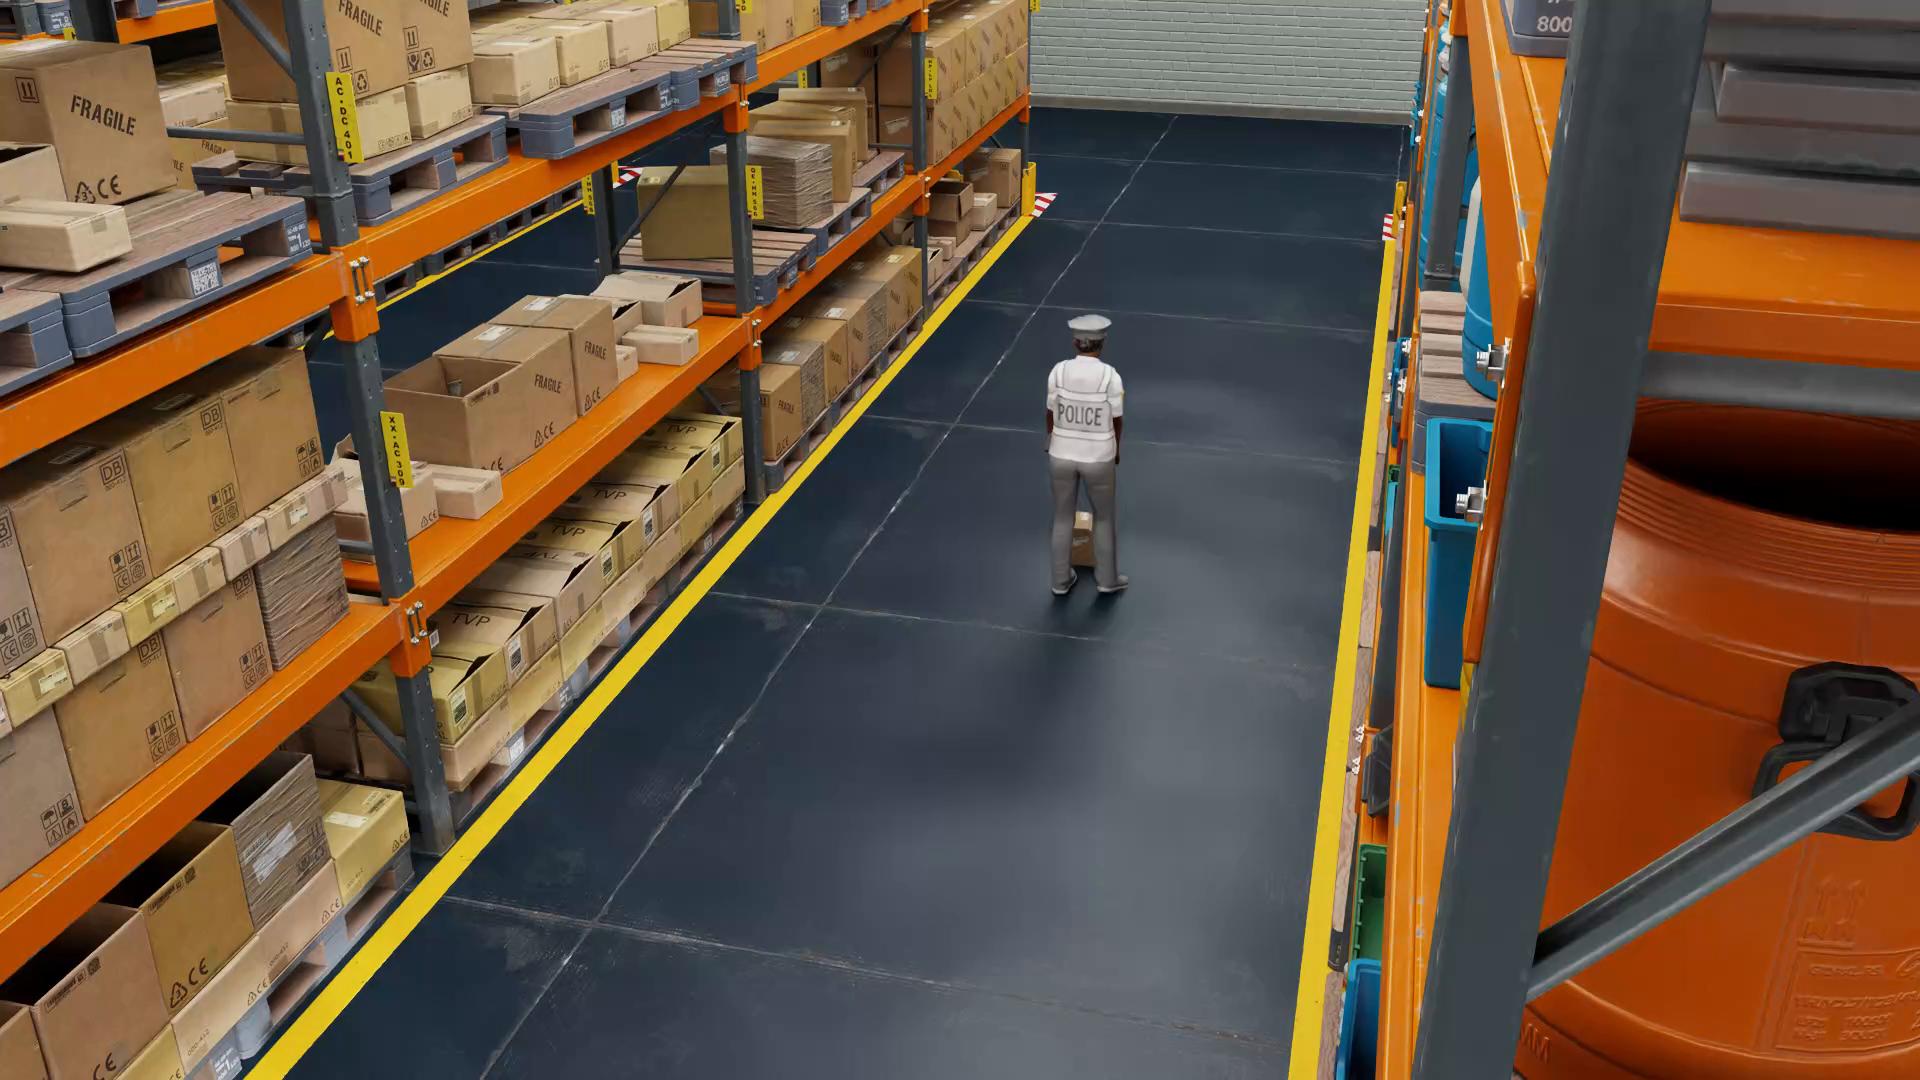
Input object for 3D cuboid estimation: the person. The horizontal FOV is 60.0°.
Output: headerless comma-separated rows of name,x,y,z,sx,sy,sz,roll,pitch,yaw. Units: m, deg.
person,0.737,-0.452,9.573,0.508,1.683,0.433,6,26,13
